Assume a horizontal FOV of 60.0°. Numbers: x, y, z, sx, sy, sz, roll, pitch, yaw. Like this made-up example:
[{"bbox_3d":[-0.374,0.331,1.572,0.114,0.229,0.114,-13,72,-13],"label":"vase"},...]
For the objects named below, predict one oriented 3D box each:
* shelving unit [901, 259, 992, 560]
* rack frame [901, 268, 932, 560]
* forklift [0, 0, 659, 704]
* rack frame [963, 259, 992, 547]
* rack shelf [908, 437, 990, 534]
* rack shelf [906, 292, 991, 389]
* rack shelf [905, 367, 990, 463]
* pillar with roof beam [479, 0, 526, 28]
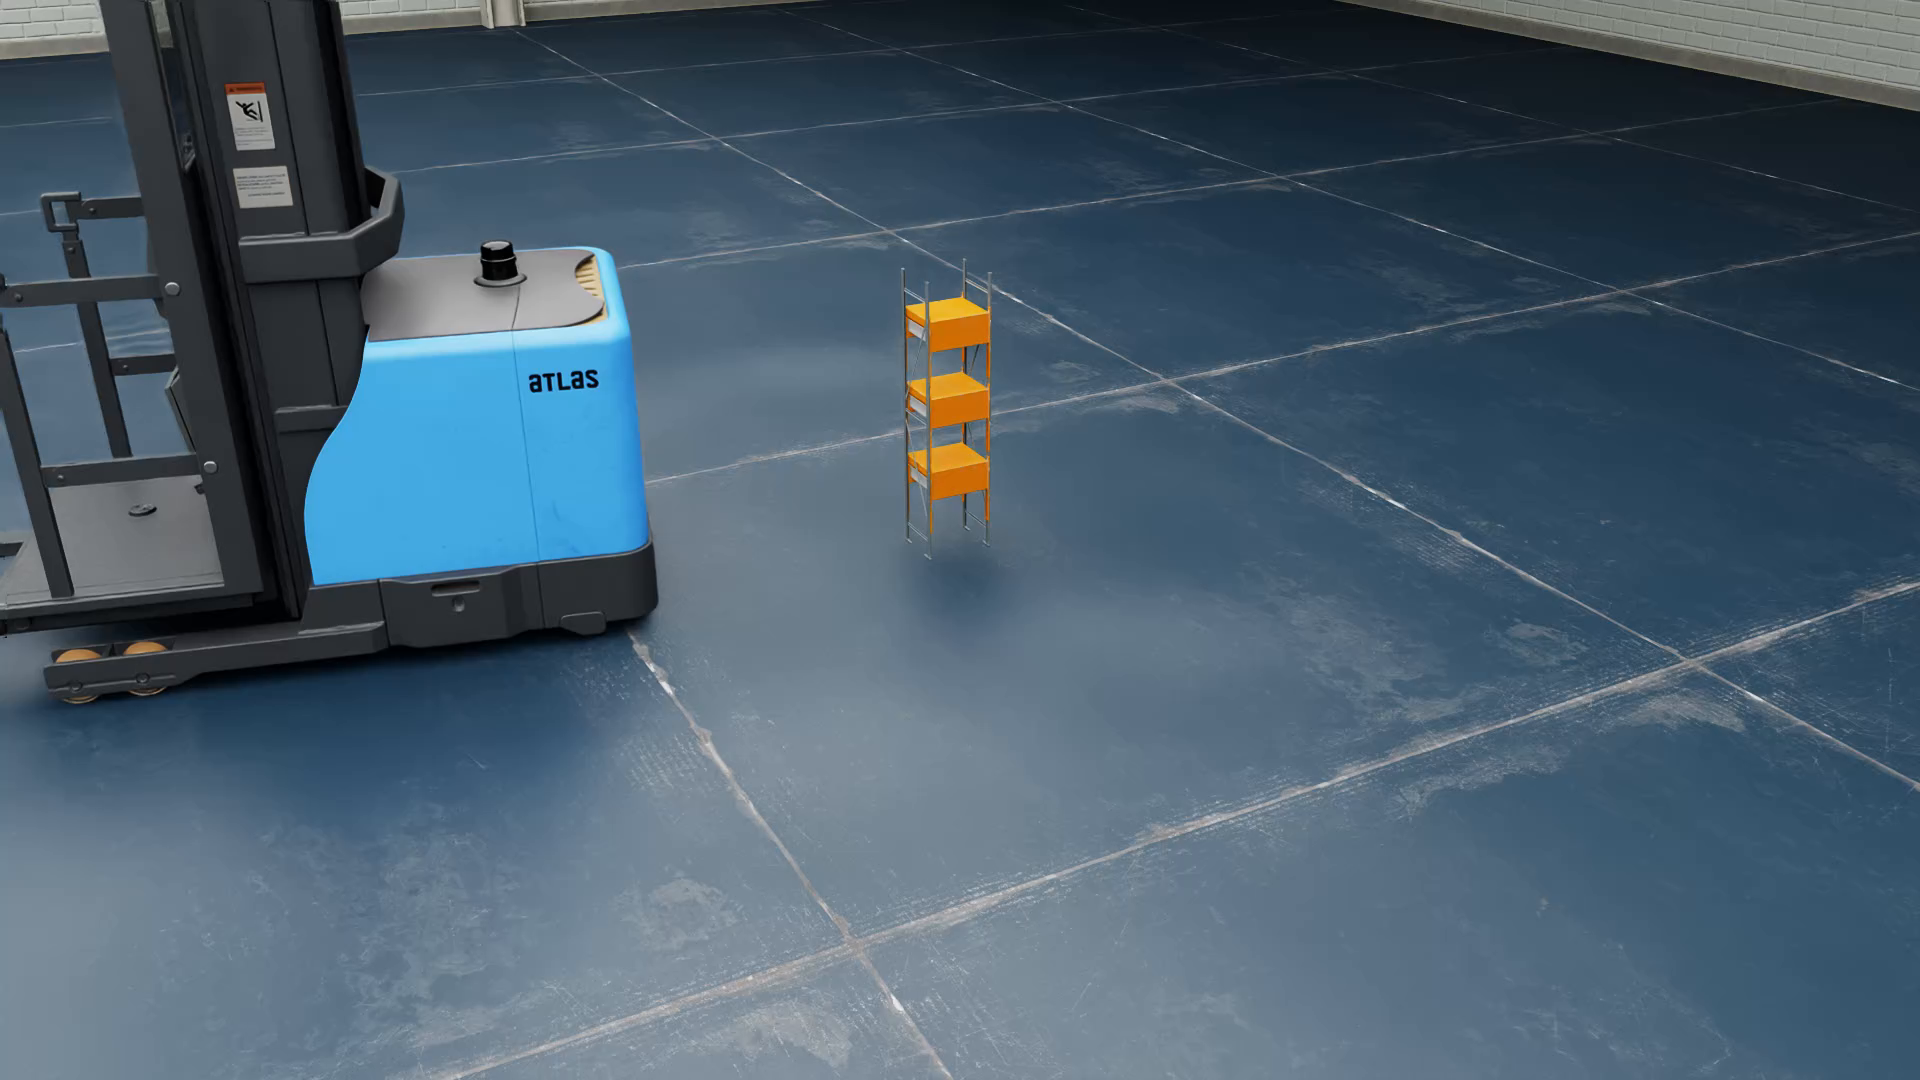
[{"bbox_3d":[-0.047,-0.462,6.000,0.252,1.050,0.215,-13,29,-25],"label":"shelving unit"},{"bbox_3d":[-0.155,-0.438,5.948,0.008,1.050,0.200,-13,29,-25],"label":"rack frame"},{"bbox_3d":[-2.597,-1.064,5.079,3.031,2.935,1.130,-6,26,-13],"label":"forklift"},{"bbox_3d":[0.060,-0.487,6.052,0.008,1.050,0.200,-13,29,-25],"label":"rack frame"},{"bbox_3d":[-0.047,-0.202,6.125,0.240,0.259,0.215,-13,29,-25],"label":"rack shelf"},{"bbox_3d":[-0.047,-0.709,5.882,0.240,0.259,0.215,-13,29,-25],"label":"rack shelf"},{"bbox_3d":[-0.047,-0.453,6.005,0.240,0.259,0.215,-13,29,-25],"label":"rack shelf"},{"bbox_3d":[-2.802,-7.865,12.235,0.400,9.000,9.100,-13,29,-25],"label":"pillar with roof beam"}]
